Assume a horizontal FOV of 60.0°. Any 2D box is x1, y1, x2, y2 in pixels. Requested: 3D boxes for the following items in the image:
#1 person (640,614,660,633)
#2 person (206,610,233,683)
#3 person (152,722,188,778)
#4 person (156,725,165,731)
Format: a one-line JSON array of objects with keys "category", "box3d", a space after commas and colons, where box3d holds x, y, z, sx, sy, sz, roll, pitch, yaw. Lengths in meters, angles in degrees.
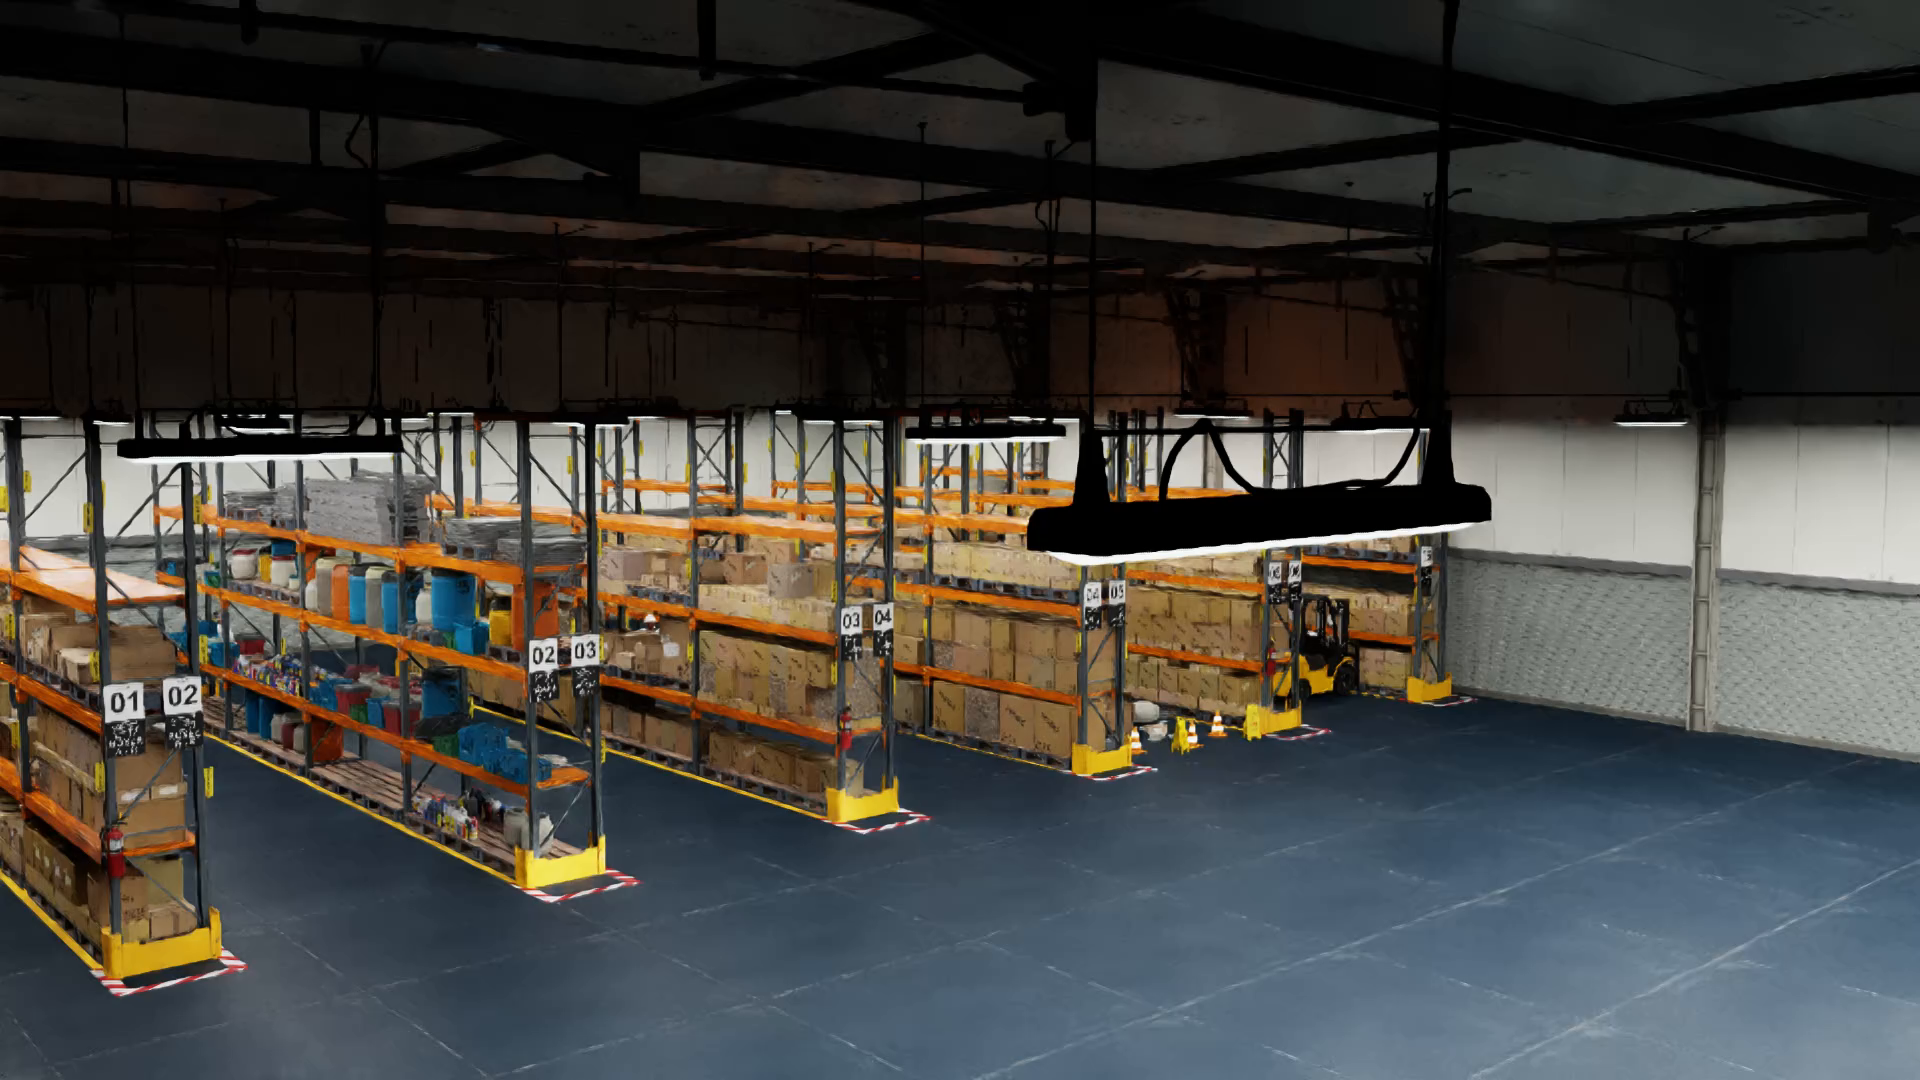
[{"category": "person", "box3d": [-6.491, 2.408, 34.914, 0.553, 1.725, 1.030, -5, 7, -42]}, {"category": "person", "box3d": [-16.265, 2.325, 36.467, 0.639, 1.632, 0.506, -5, 7, -43]}, {"category": "person", "box3d": [-13.105, 3.066, 27.342, 0.566, 1.706, 1.122, -4, 6, -38]}, {"category": "person", "box3d": [-11.243, 3.468, 23.491, 0.559, 1.732, 0.404, 2, 5, 22]}]
